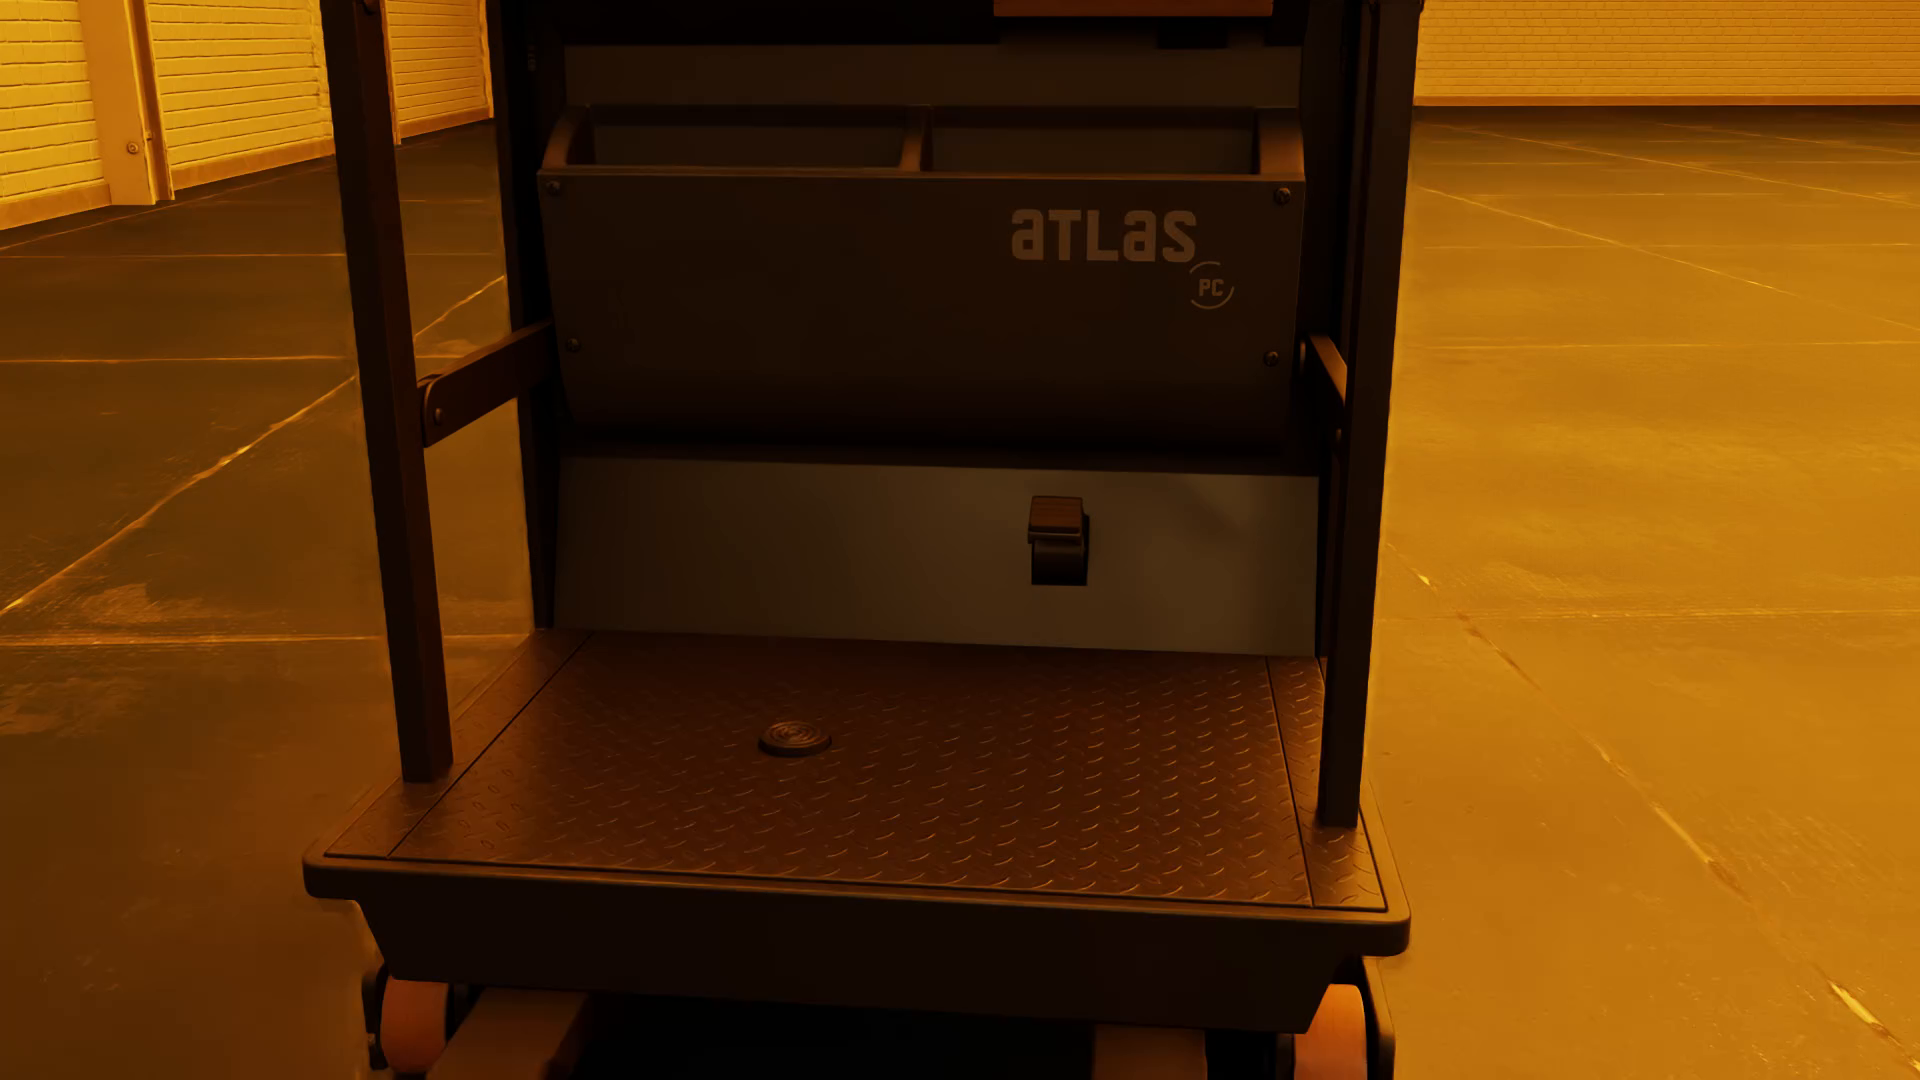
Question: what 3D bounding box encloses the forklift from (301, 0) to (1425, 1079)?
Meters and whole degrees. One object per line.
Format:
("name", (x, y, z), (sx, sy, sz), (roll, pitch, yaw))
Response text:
("forklift", (-0.070, -0.860, 1.720), (1.130, 2.935, 3.031), (2, 17, 6))
